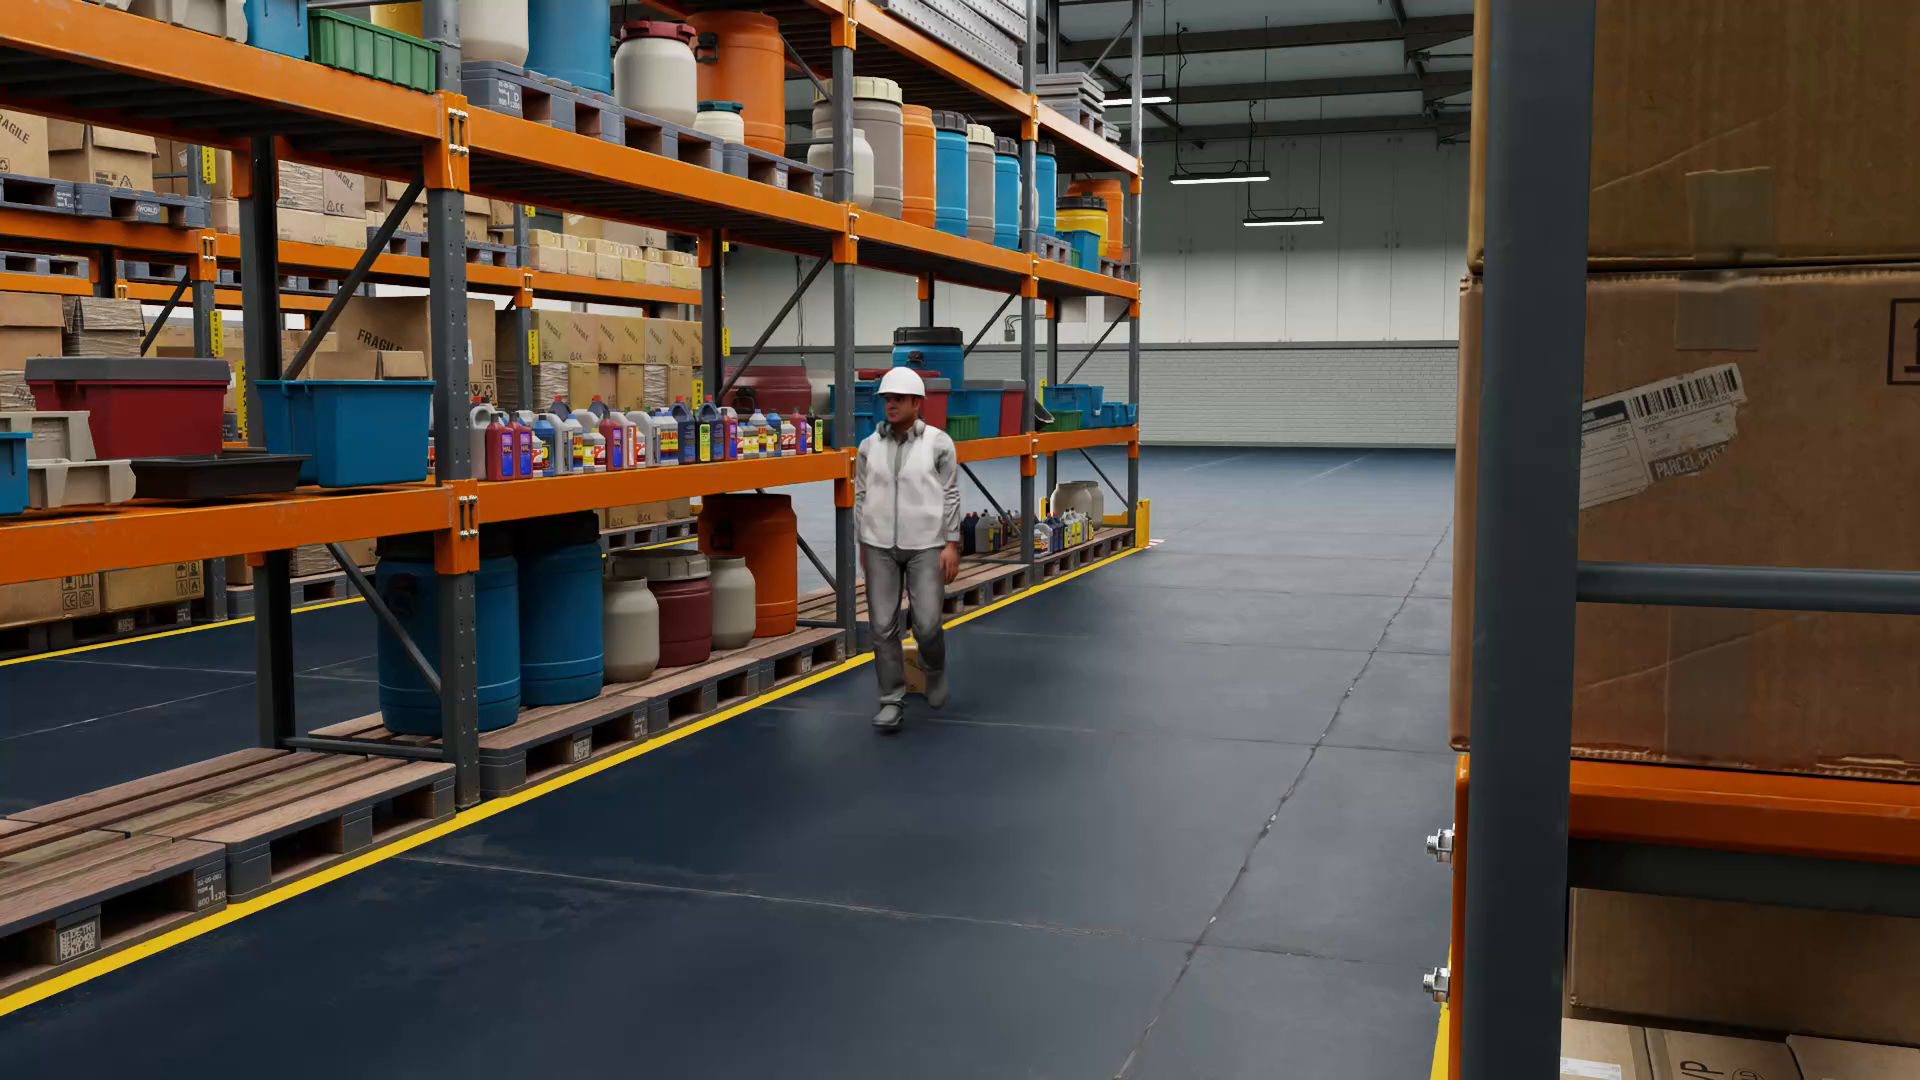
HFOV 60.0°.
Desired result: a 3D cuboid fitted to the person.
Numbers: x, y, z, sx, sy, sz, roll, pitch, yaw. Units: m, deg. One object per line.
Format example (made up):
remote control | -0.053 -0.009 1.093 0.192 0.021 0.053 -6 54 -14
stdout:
person | -0.264 0.027 8.252 0.546 1.762 0.553 1 5 13
